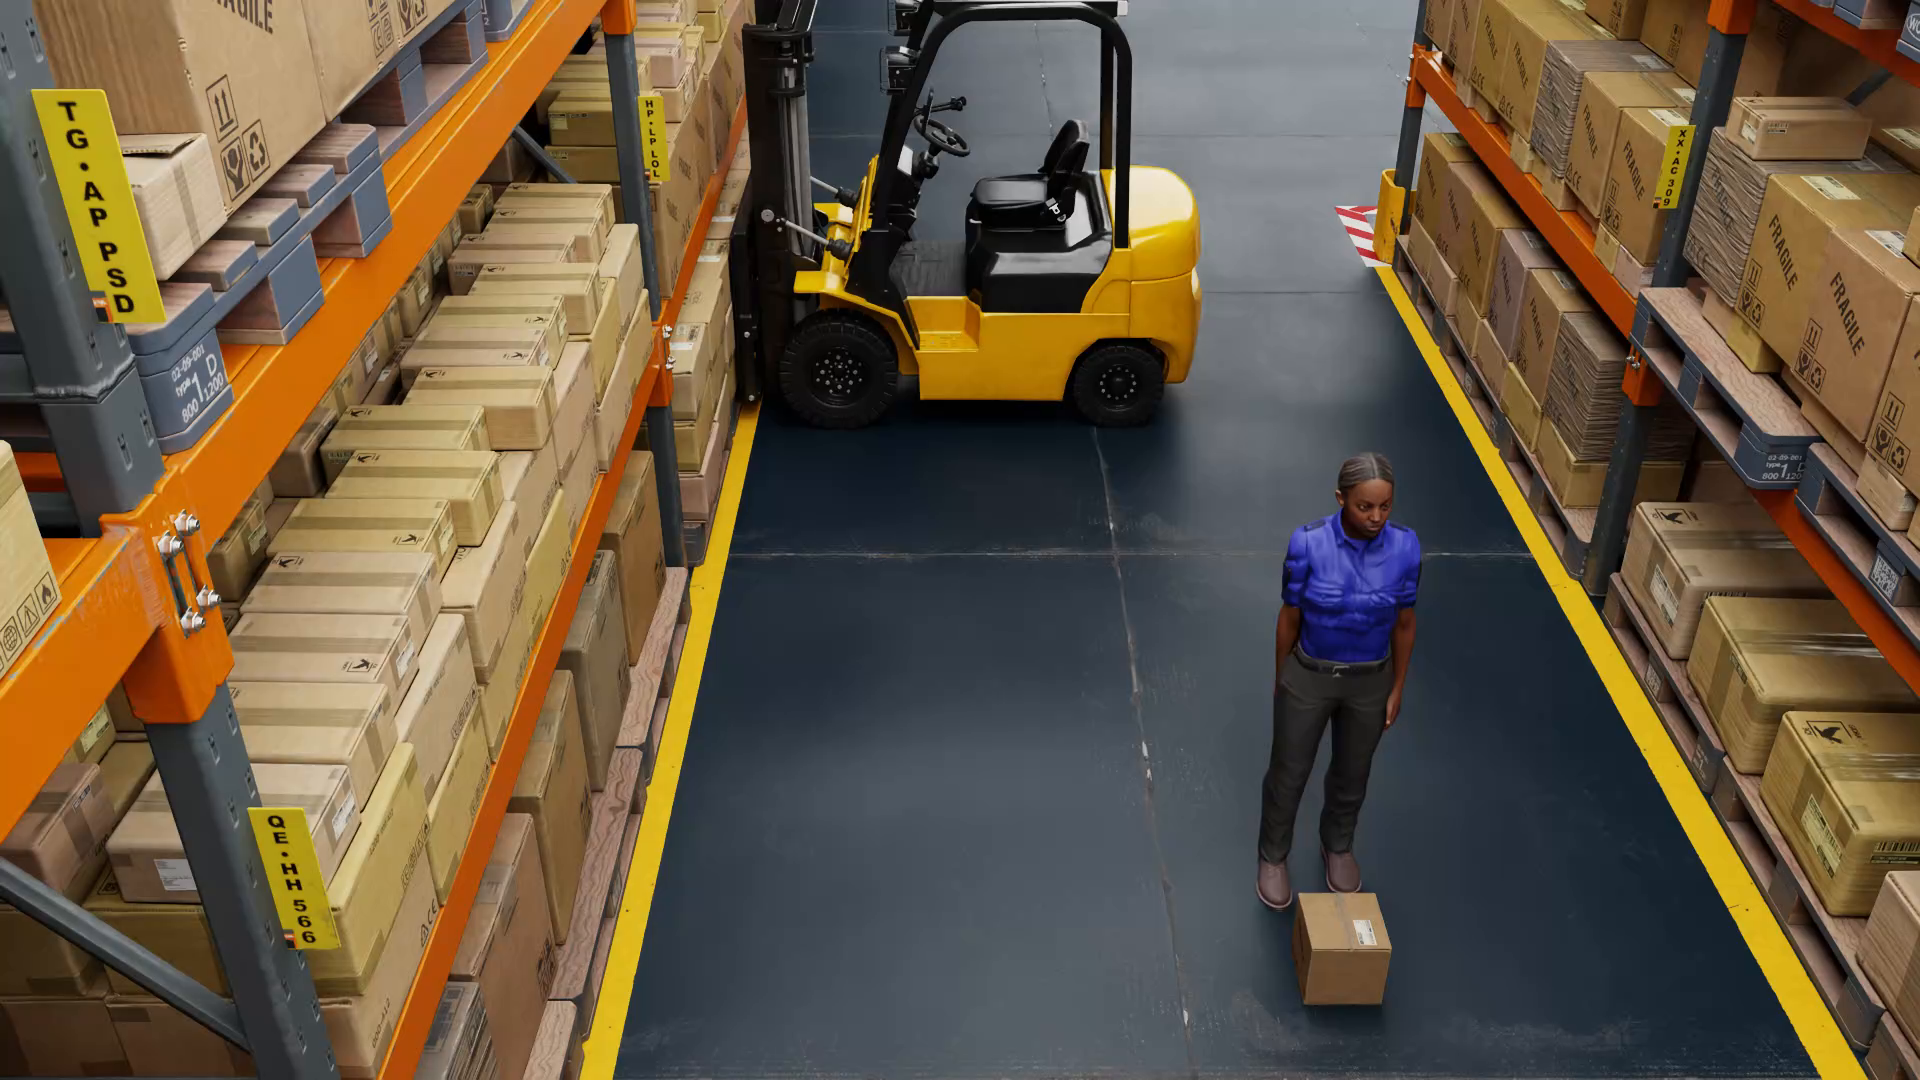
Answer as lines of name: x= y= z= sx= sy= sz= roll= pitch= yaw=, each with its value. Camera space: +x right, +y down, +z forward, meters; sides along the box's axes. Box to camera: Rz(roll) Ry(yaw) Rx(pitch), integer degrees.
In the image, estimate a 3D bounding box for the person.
person: x=1.230 y=0.471 z=5.378 sx=0.439 sy=1.665 sz=0.350 roll=0 pitch=32 yaw=1
